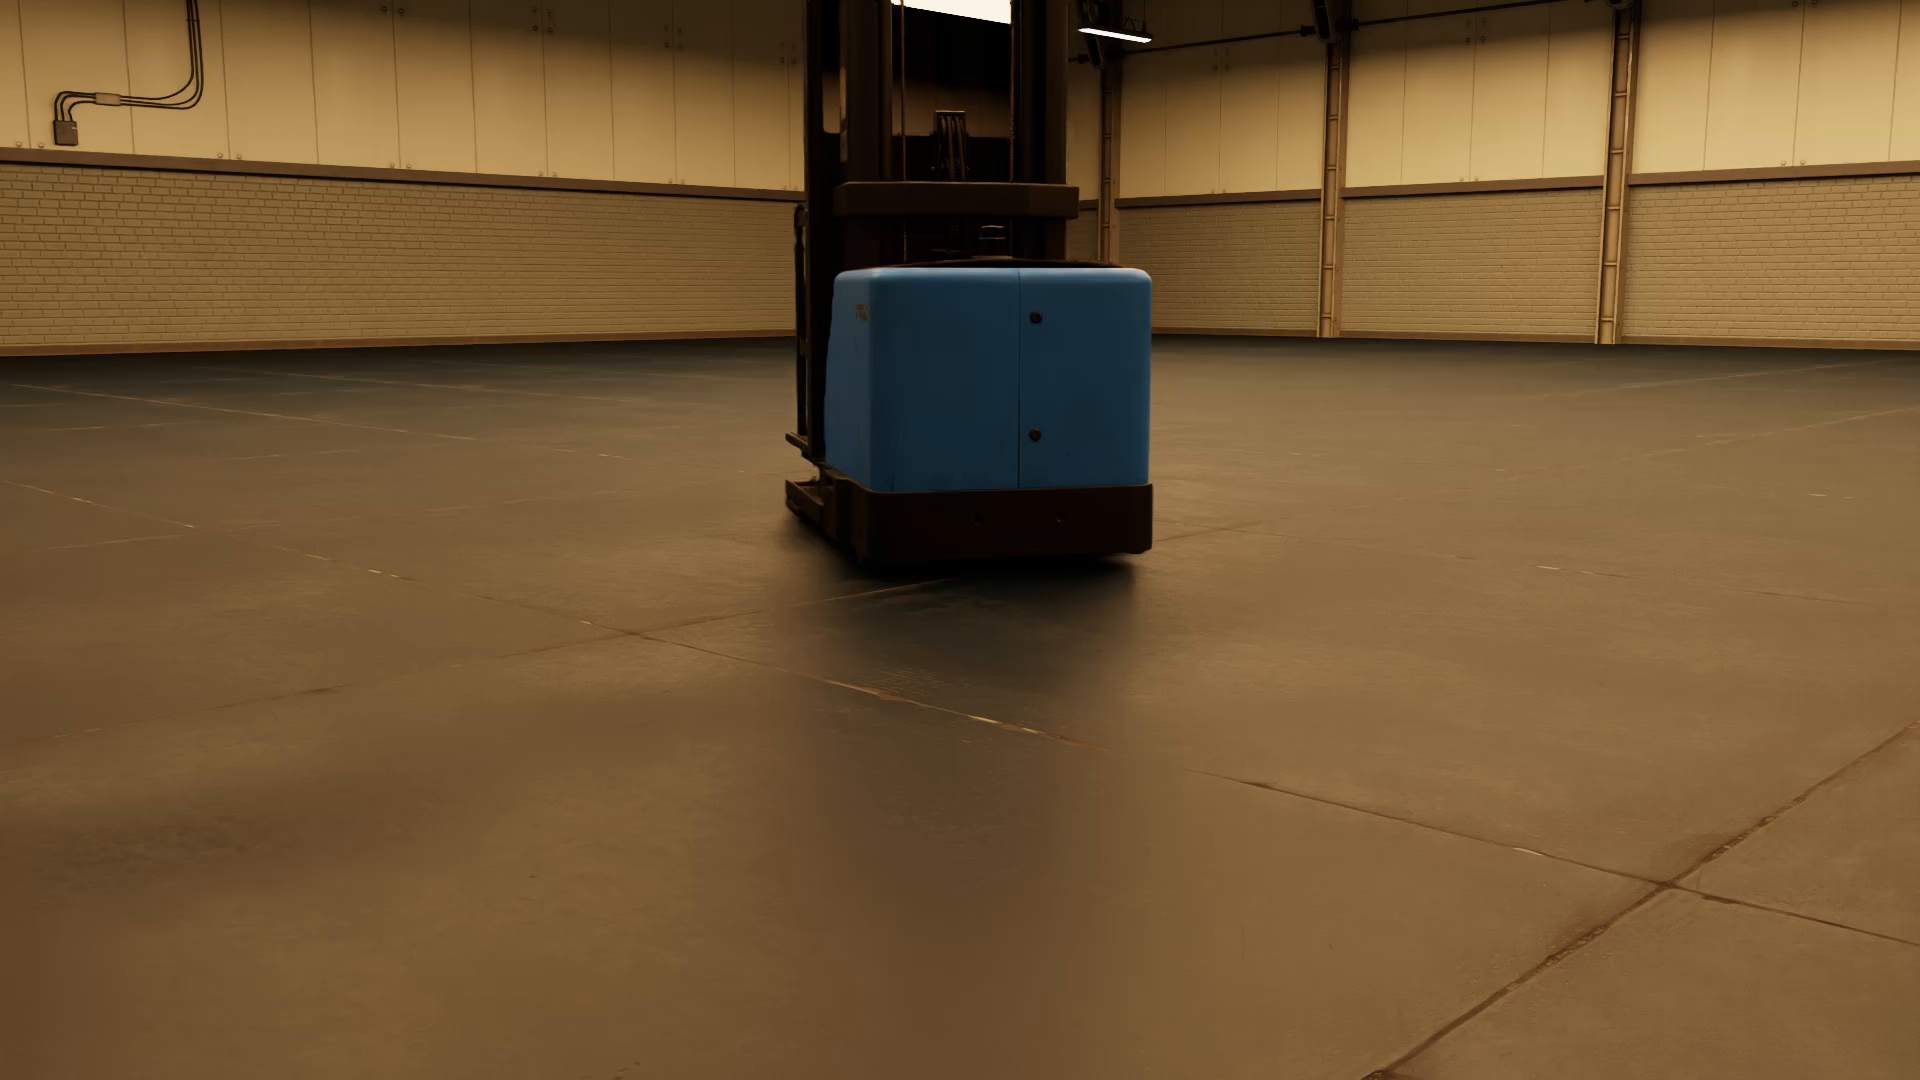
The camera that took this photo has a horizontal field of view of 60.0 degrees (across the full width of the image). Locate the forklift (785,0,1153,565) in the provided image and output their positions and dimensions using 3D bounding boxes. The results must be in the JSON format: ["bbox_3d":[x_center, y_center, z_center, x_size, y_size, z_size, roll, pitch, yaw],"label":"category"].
[{"bbox_3d":[-0.158,-1.538,7.085,1.130,2.935,3.031,-2,9,-14],"label":"forklift"}]
